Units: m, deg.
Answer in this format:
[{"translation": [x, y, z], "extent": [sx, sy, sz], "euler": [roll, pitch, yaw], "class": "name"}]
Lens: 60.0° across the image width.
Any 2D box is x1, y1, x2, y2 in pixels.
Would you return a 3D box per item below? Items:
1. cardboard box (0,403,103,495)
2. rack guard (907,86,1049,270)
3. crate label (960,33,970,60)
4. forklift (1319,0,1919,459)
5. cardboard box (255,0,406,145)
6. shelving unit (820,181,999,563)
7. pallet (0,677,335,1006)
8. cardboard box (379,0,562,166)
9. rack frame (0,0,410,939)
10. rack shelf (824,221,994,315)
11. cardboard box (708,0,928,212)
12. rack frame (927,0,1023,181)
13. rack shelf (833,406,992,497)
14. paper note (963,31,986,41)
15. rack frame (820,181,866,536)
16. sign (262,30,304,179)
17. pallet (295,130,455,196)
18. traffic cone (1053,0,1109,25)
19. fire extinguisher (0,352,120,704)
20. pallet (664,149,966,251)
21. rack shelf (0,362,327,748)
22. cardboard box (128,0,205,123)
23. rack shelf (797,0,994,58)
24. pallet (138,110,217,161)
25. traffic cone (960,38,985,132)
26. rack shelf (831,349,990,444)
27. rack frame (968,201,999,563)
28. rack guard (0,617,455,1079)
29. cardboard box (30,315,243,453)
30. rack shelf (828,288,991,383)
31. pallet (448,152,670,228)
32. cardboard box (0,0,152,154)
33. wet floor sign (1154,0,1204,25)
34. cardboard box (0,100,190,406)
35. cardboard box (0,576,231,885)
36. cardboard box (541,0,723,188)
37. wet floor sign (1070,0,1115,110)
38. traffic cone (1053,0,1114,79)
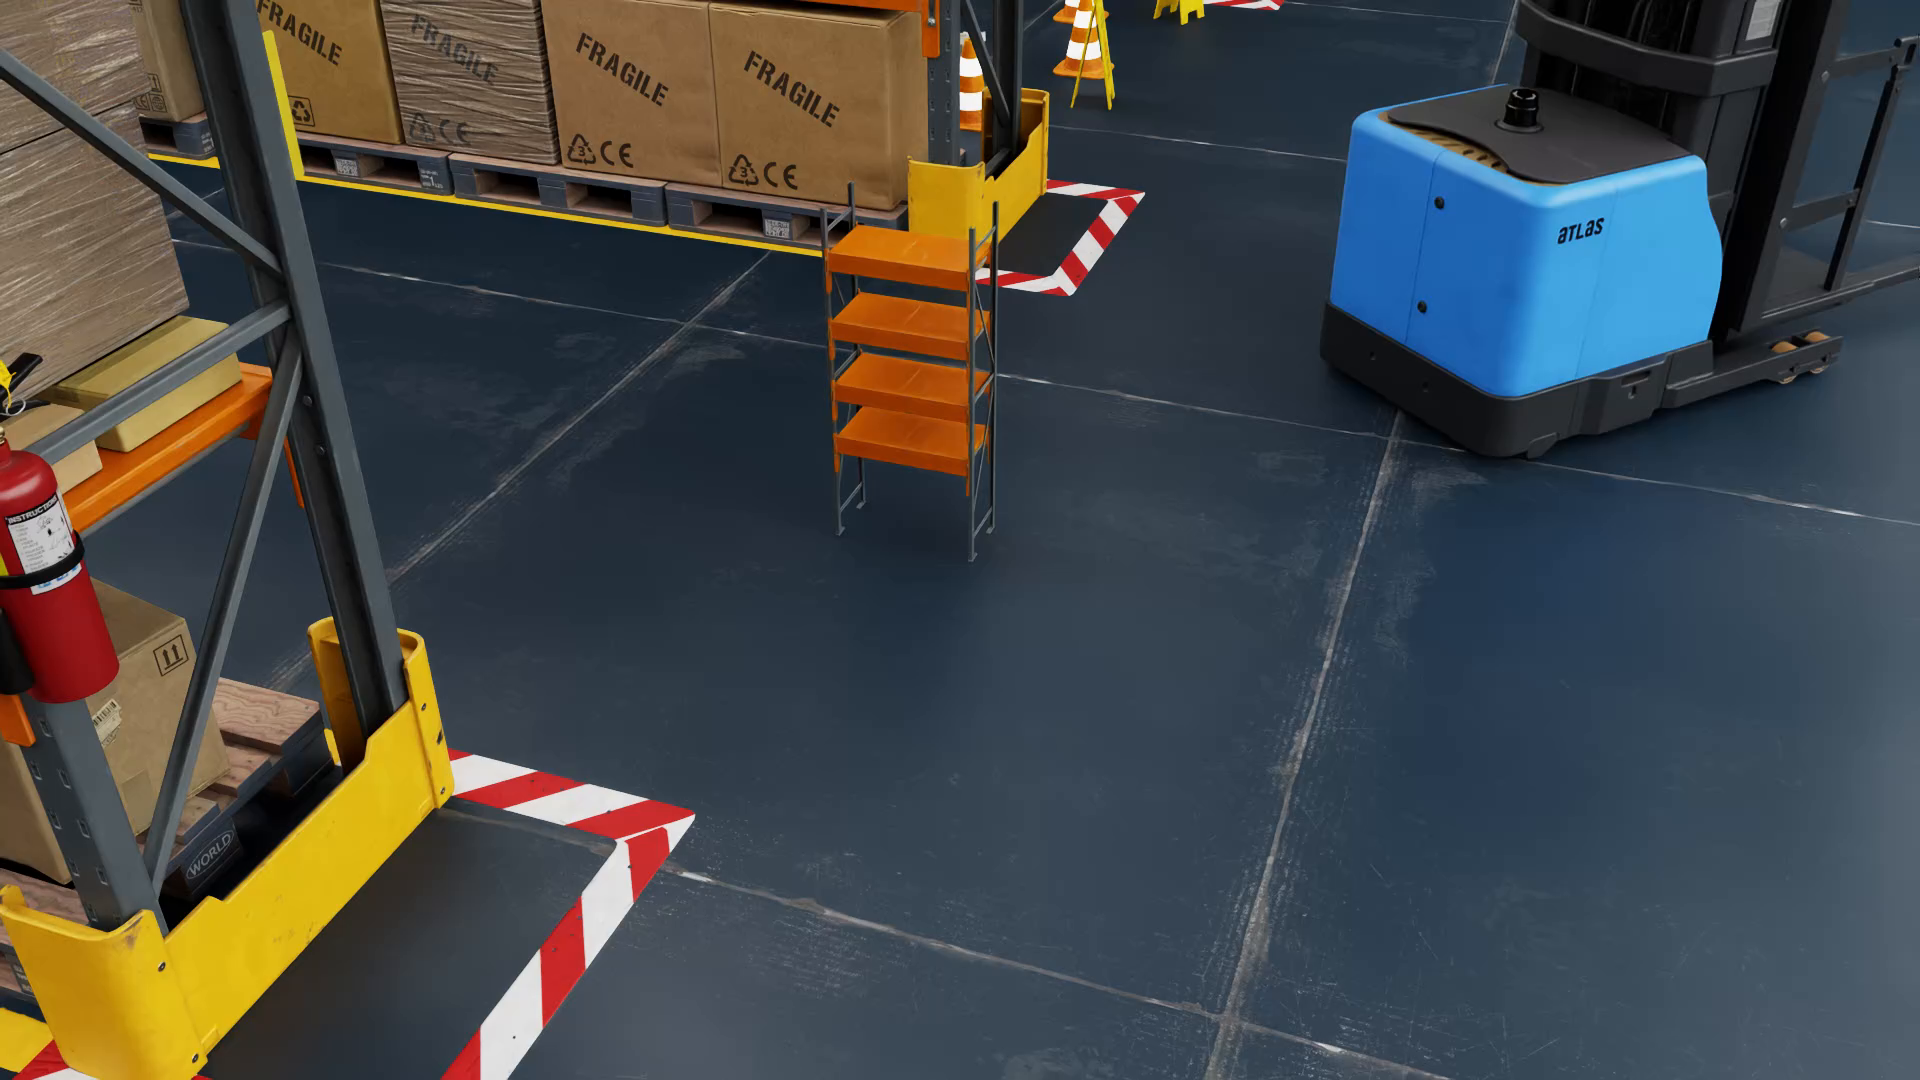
[{"translation": [-2.026, -0.141, 3.435], "extent": [0.250, 0.149, 0.380], "euler": [11, 34, 16], "class": "cardboard box"}, {"translation": [0.103, -1.760, 8.014], "extent": [0.348, 0.500, 1.175], "euler": [11, 34, 16], "class": "rack guard"}, {"translation": [0.000, -3.061, 10.364], "extent": [0.298, 0.136, 0.250], "euler": [-6, 33, -9], "class": "crate label"}, {"translation": [3.009, -2.096, 6.295], "extent": [3.031, 2.935, 1.130], "euler": [-17, 36, -24], "class": "forklift"}, {"translation": [-3.116, -2.679, 8.706], "extent": [0.875, 0.875, 0.875], "euler": [12, 35, 17], "class": "cardboard box"}, {"translation": [-0.156, -0.534, 5.471], "extent": [0.503, 1.200, 0.258], "euler": [11, 34, 16], "class": "shelving unit"}, {"translation": [-2.512, 0.691, 4.485], "extent": [1.213, 0.211, 1.003], "euler": [11, 34, 16], "class": "pallet"}, {"translation": [-2.267, -2.516, 8.453], "extent": [0.875, 0.875, 0.875], "euler": [11, 35, 17], "class": "cardboard box"}, {"translation": [-1.688, -0.300, 3.449], "extent": [0.127, 3.000, 1.000], "euler": [11, 34, 16], "class": "rack frame"}, {"translation": [-0.156, -0.864, 5.258], "extent": [0.480, 0.148, 0.258], "euler": [11, 34, 16], "class": "rack shelf"}, {"translation": [-0.580, -2.188, 7.945], "extent": [0.875, 0.875, 0.875], "euler": [11, 35, 17], "class": "cardboard box"}, {"translation": [0.081, -2.814, 7.343], "extent": [0.127, 3.000, 1.000], "euler": [11, 34, 16], "class": "rack frame"}, {"translation": [-0.156, -0.311, 5.616], "extent": [0.480, 0.148, 0.258], "euler": [11, 34, 16], "class": "rack shelf"}, {"translation": [0.094, -3.269, 10.786], "extent": [0.142, 0.019, 0.148], "euler": [0, 33, 0], "class": "paper note"}, {"translation": [-0.386, -0.579, 5.541], "extent": [0.015, 1.200, 0.240], "euler": [11, 34, 16], "class": "rack frame"}, {"translation": [-1.505, -0.941, 3.643], "extent": [0.005, 0.325, 0.100], "euler": [11, 34, 16], "class": "sign"}, {"translation": [-2.995, -2.195, 8.956], "extent": [1.213, 0.211, 1.003], "euler": [11, 34, 16], "class": "pallet"}, {"translation": [0.816, -3.714, 11.076], "extent": [0.334, 0.463, 0.336], "euler": [11, 34, 16], "class": "traffic cone"}, {"translation": [-1.736, -0.011, 3.073], "extent": [0.183, 0.674, 0.296], "euler": [11, 34, 16], "class": "fire extinguisher"}, {"translation": [-0.698, -1.749, 8.264], "extent": [1.213, 0.211, 1.003], "euler": [11, 34, 16], "class": "pallet"}, {"translation": [-3.571, -0.364, 4.211], "extent": [4.000, 0.370, 1.077], "euler": [11, 34, 16], "class": "rack shelf"}, {"translation": [-4.300, -2.845, 9.078], "extent": [0.750, 0.750, 1.050], "euler": [11, 34, 16], "class": "cardboard box"}, {"translation": [-1.802, -2.878, 8.105], "extent": [4.000, 0.370, 1.077], "euler": [11, 34, 16], "class": "rack shelf"}, {"translation": [-4.437, -2.477, 9.392], "extent": [1.213, 0.211, 1.003], "euler": [11, 34, 16], "class": "pallet"}, {"translation": [0.060, -2.571, 9.305], "extent": [0.334, 0.463, 0.336], "euler": [11, 34, 16], "class": "traffic cone"}, {"translation": [-0.156, -0.478, 5.508], "extent": [0.480, 0.148, 0.258], "euler": [11, 34, 16], "class": "rack shelf"}, {"translation": [0.074, -0.490, 5.402], "extent": [0.015, 1.200, 0.240], "euler": [11, 34, 16], "class": "rack frame"}, {"translation": [-1.759, 0.736, 4.149], "extent": [0.348, 0.500, 1.175], "euler": [11, 34, 16], "class": "rack guard"}, {"translation": [-1.876, -0.368, 3.787], "extent": [0.250, 0.149, 0.380], "euler": [11, 34, 16], "class": "cardboard box"}, {"translation": [-0.156, -0.666, 5.387], "extent": [0.480, 0.148, 0.258], "euler": [11, 34, 16], "class": "rack shelf"}, {"translation": [-1.843, -1.973, 8.611], "extent": [1.213, 0.211, 1.003], "euler": [11, 34, 16], "class": "pallet"}, {"translation": [-2.114, -1.127, 3.442], "extent": [0.500, 0.500, 0.500], "euler": [11, 34, 16], "class": "cardboard box"}, {"translation": [1.473, -3.790, 11.025], "extent": [0.232, 0.644, 0.267], "euler": [24, 40, 32], "class": "wet floor sign"}, {"translation": [-2.196, -0.582, 3.519], "extent": [0.500, 0.500, 0.875], "euler": [11, 34, 16], "class": "cardboard box"}, {"translation": [-2.270, 0.451, 4.203], "extent": [0.500, 0.500, 0.500], "euler": [18, 37, 25], "class": "cardboard box"}, {"translation": [-1.409, -2.348, 8.193], "extent": [0.875, 0.875, 0.875], "euler": [10, 34, 16], "class": "cardboard box"}, {"translation": [0.776, -2.831, 9.539], "extent": [0.232, 0.644, 0.267], "euler": [5, 33, 8], "class": "wet floor sign"}, {"translation": [0.761, -3.085, 10.102], "extent": [0.334, 0.463, 0.336], "euler": [11, 34, 16], "class": "traffic cone"}]
